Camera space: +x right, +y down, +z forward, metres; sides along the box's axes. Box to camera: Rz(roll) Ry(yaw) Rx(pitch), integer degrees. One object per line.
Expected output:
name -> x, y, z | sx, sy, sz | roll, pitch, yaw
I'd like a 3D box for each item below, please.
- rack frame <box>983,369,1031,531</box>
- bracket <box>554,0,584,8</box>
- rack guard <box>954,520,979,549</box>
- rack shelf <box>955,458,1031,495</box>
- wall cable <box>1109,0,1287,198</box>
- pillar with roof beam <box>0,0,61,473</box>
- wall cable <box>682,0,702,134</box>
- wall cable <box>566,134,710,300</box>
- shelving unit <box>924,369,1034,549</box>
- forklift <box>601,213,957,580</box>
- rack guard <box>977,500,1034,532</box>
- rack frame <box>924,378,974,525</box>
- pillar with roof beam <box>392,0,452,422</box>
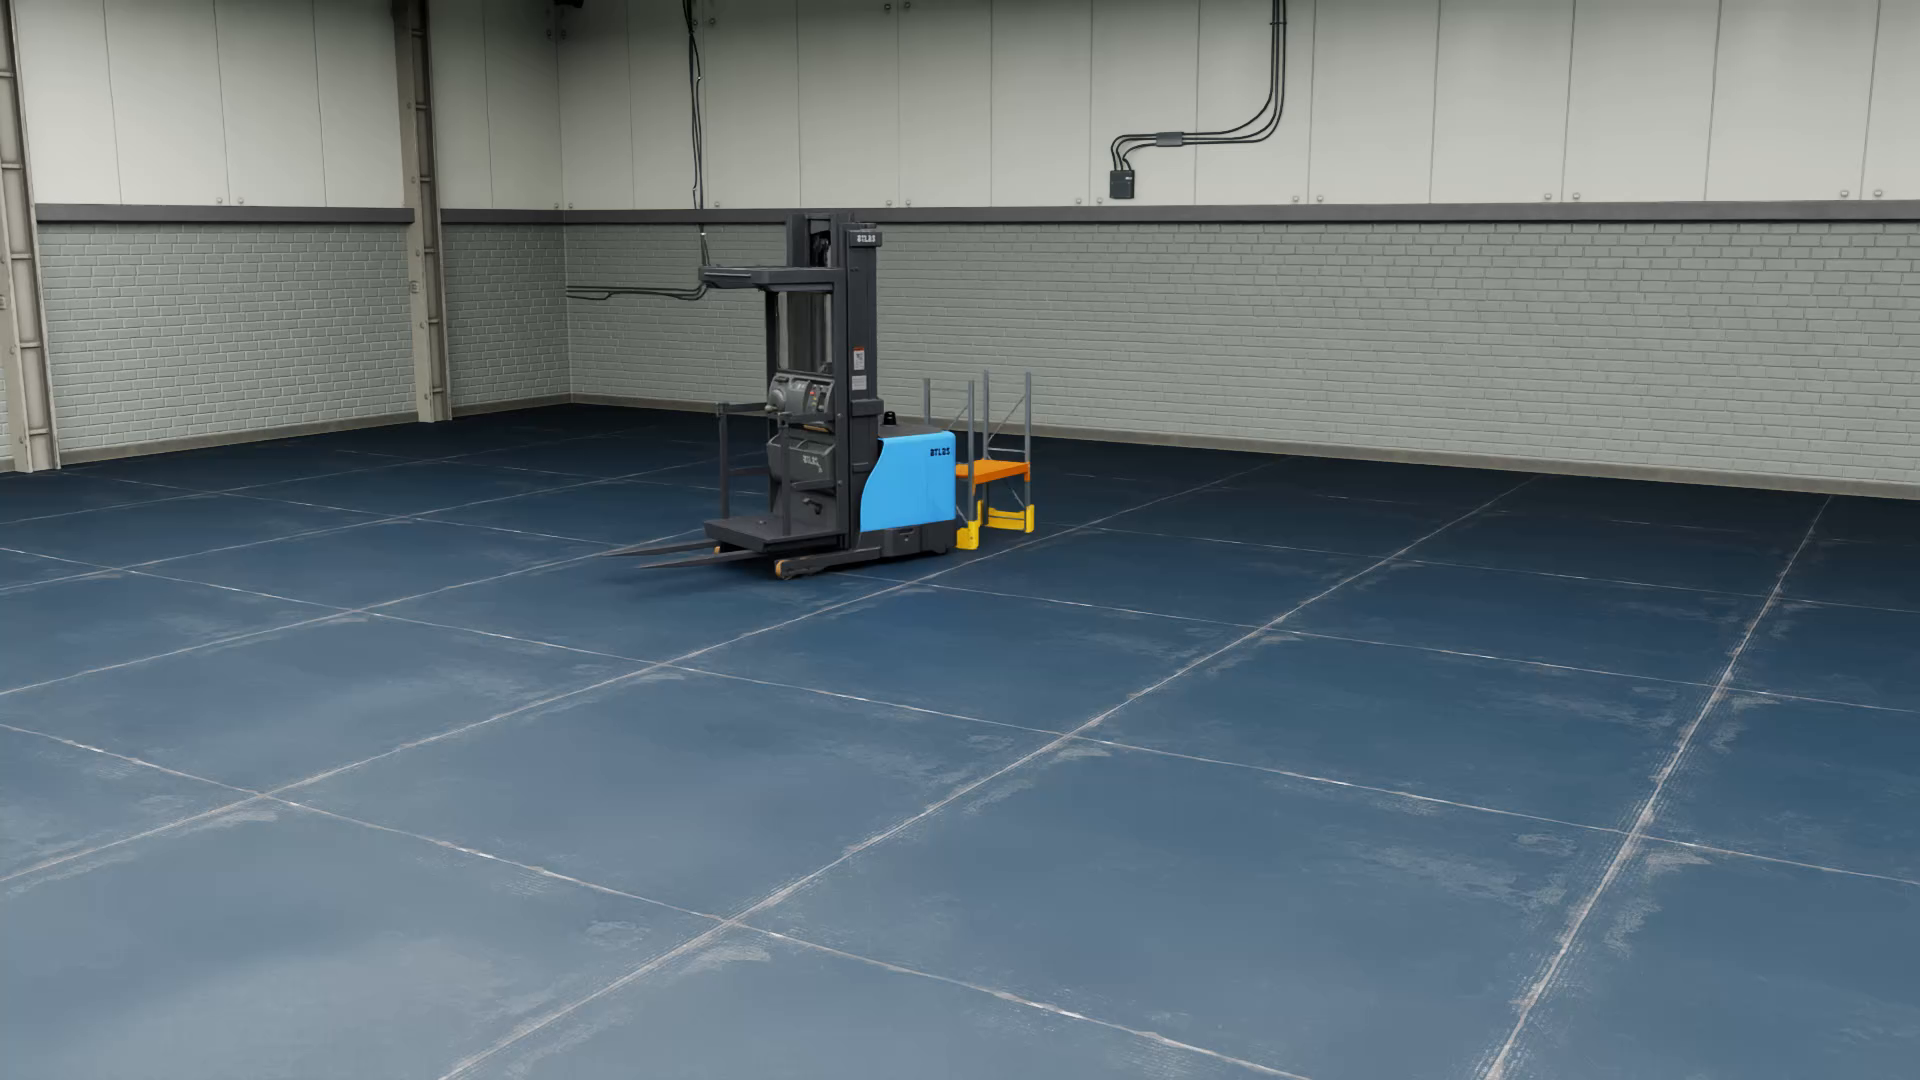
rack frame -> 0.440, -0.846, 15.694 | 0.500, 1.500, 0.032 | 7, 12, 31
bracket -> -6.065, -8.374, 25.745 | 0.235, 0.232, 0.430 | 6, 12, 31
rack guard -> -0.098, -0.073, 14.963 | 0.587, 0.250, 0.087 | 7, 12, 31
rack shelf -> 0.171, -0.590, 15.303 | 0.538, 0.185, 1.000 | 7, 12, 31
wall cable -> 2.951, -7.300, 20.547 | 2.305, 6.003, 0.169 | 6, 12, 31
pillar with roof beam -> -7.250, -4.846, 16.681 | 9.100, 9.000, 0.400 | 6, 12, 31
wall cable -> -2.843, -7.236, 24.159 | 3.097, 2.526, 0.112 | 6, 12, 31
wall cable -> -5.155, -5.012, 26.004 | 3.097, 2.526, 0.112 | 6, 12, 31
shelving unit -> 0.166, -0.765, 15.263 | 0.587, 1.500, 1.083 | 7, 12, 31
forklift -> -1.500, -1.227, 13.838 | 3.031, 2.935, 1.130 | -8, 13, -37
rack guard -> 0.430, -0.229, 15.792 | 0.587, 0.250, 0.087 | 7, 12, 31
rack frame -> -0.099, -0.688, 14.847 | 0.500, 1.500, 0.032 | 7, 12, 31
pillar with roof beam -> -4.135, -5.790, 21.721 | 9.100, 9.000, 0.548 | 6, 12, 31
